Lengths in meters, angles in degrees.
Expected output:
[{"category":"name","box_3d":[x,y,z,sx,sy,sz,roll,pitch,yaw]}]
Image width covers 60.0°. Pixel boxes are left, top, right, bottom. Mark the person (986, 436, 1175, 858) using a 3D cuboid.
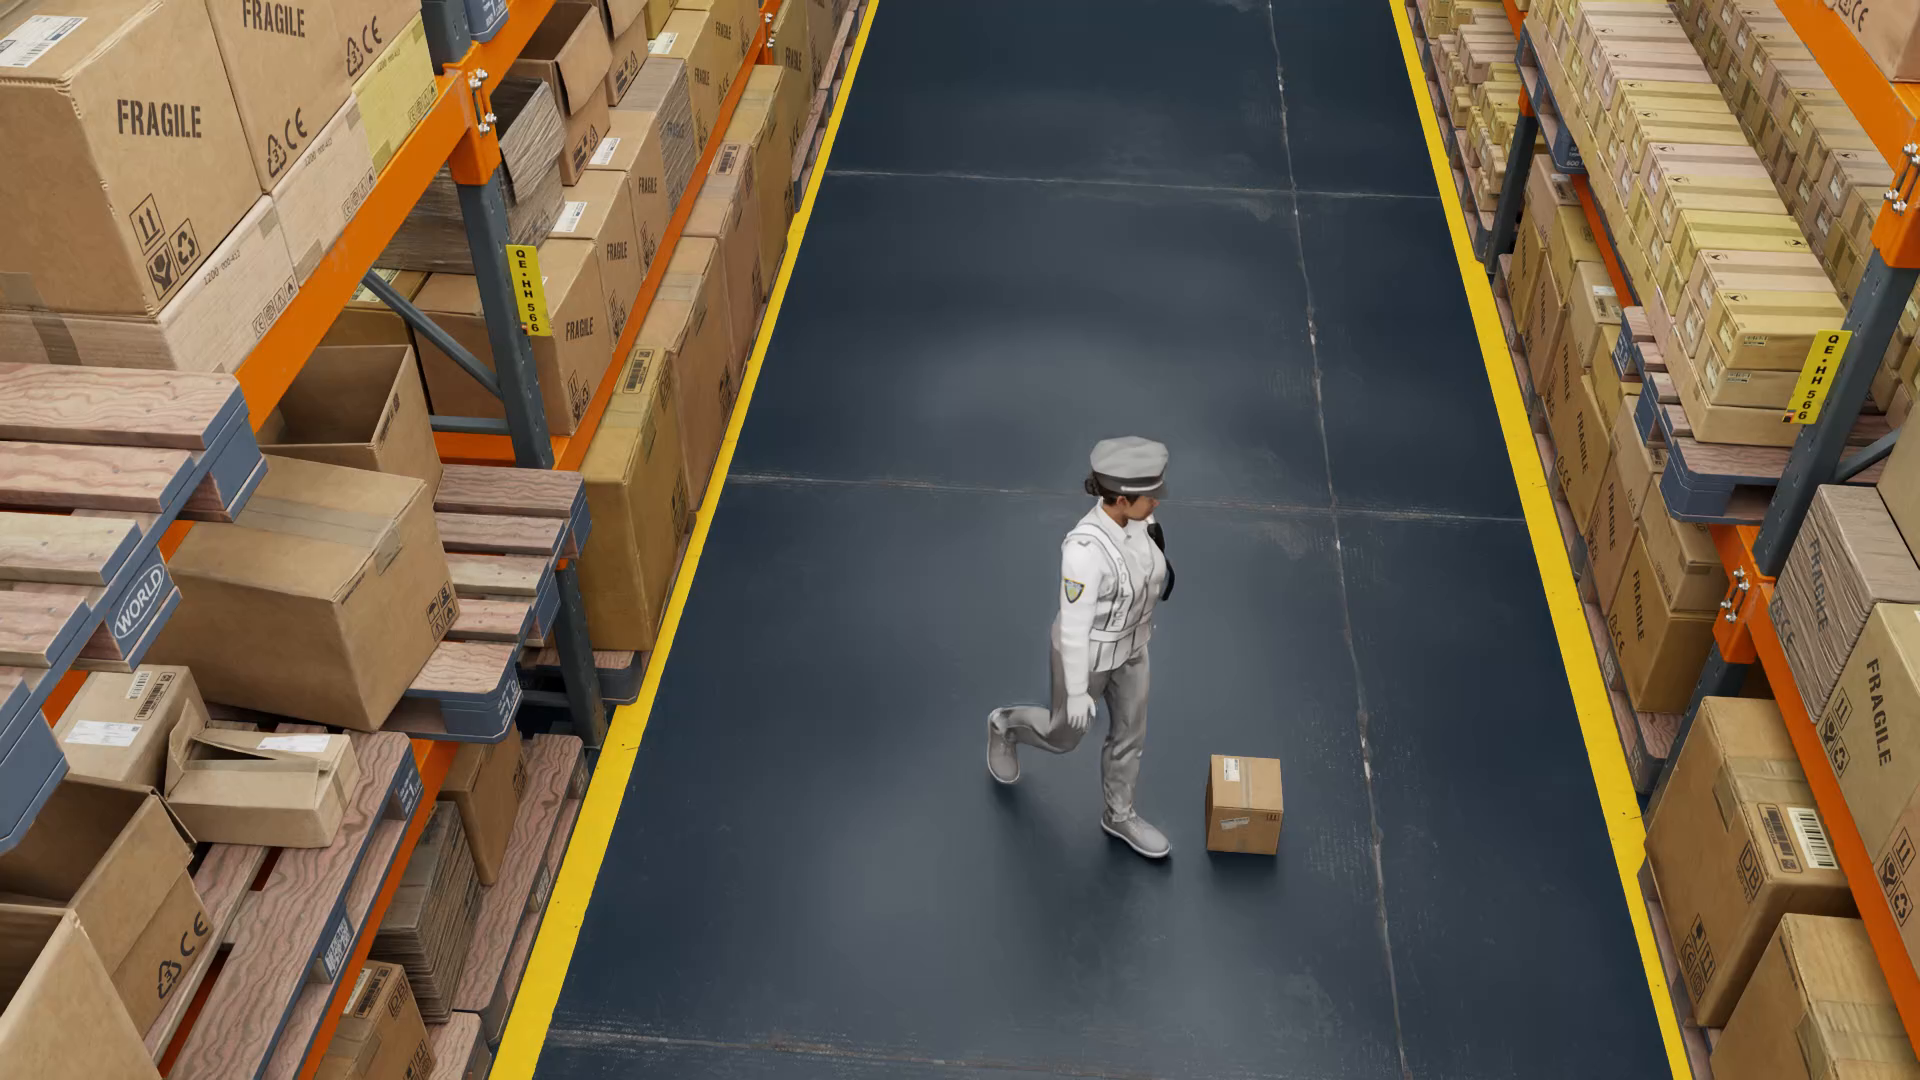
[{"category":"person","box_3d":[0.442,0.357,5.726,0.824,1.643,0.542,29,48,30]}]
